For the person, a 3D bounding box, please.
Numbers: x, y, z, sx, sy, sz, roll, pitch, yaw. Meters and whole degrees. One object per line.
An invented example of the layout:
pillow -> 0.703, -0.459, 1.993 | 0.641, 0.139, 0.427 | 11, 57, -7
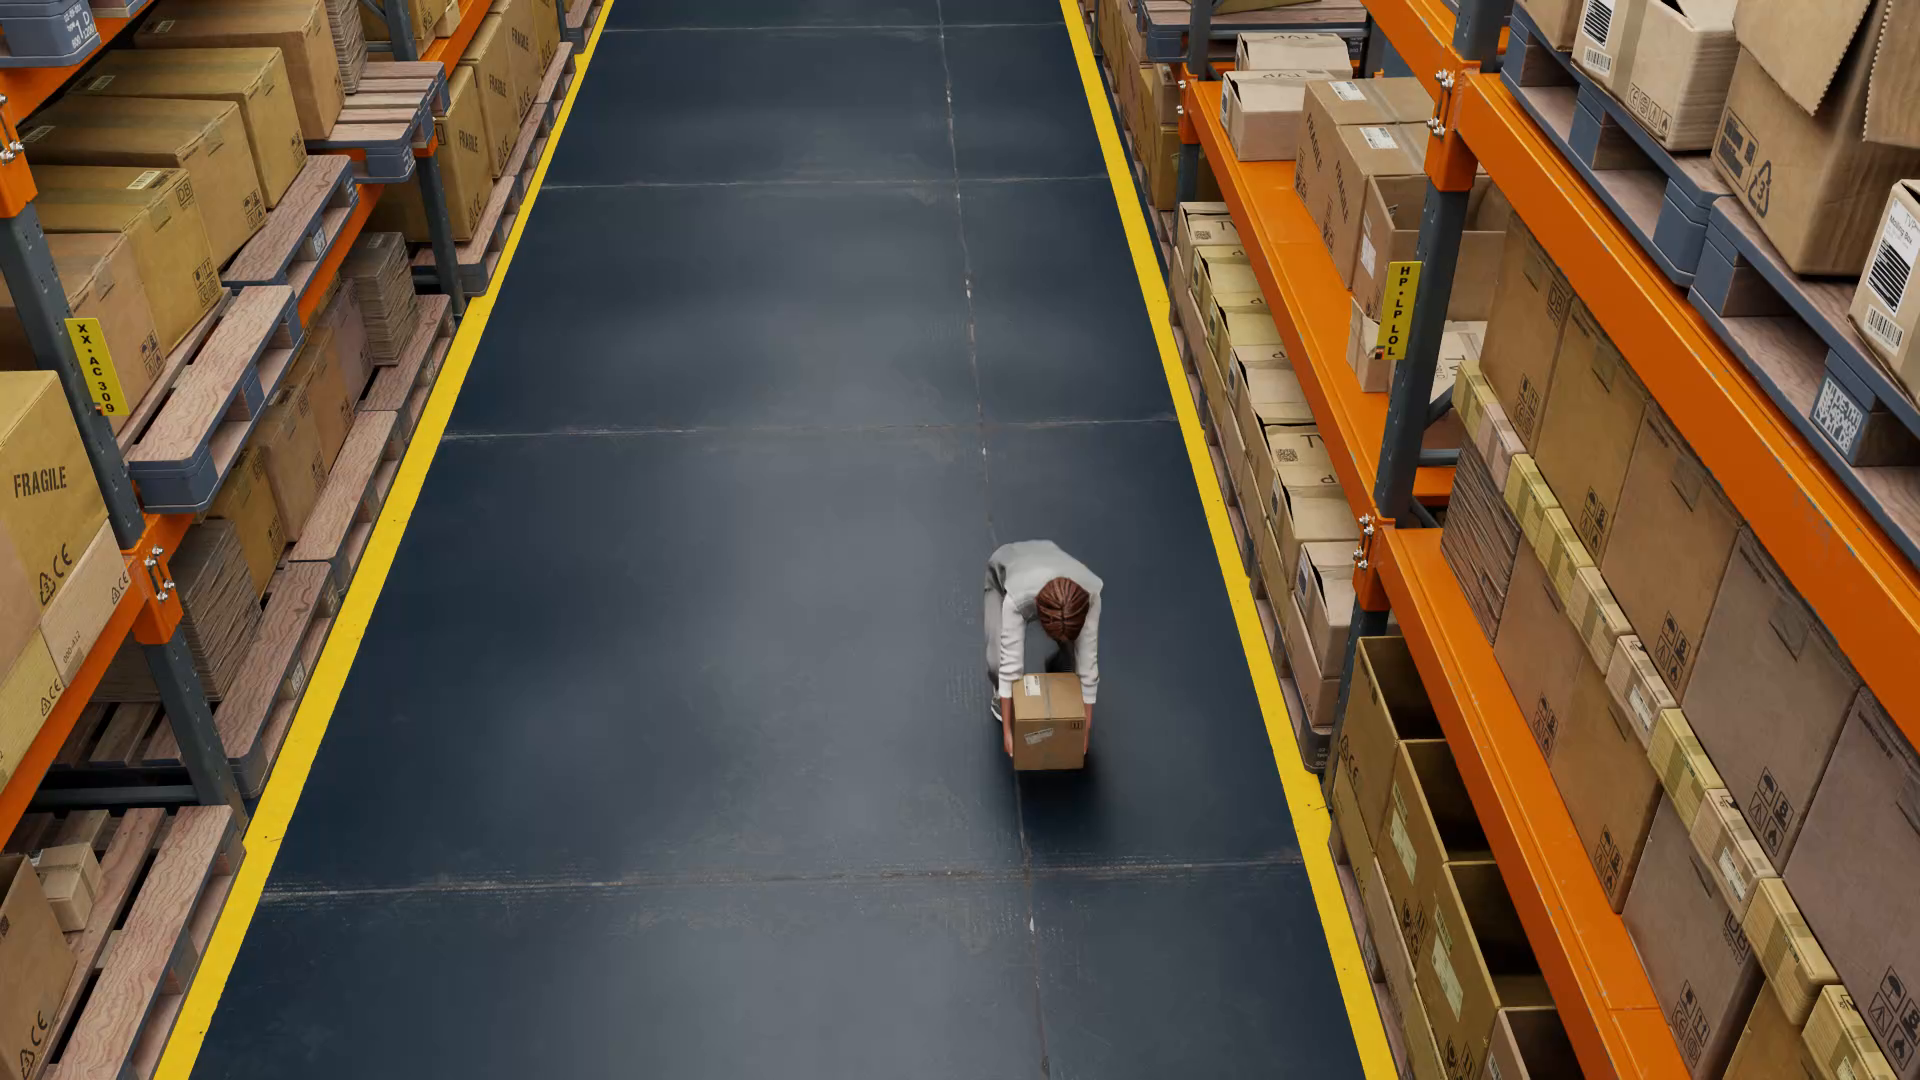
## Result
person -> 0.305, 0.366, 6.255 | 0.424, 0.893, 0.846 | -3, 36, -4
